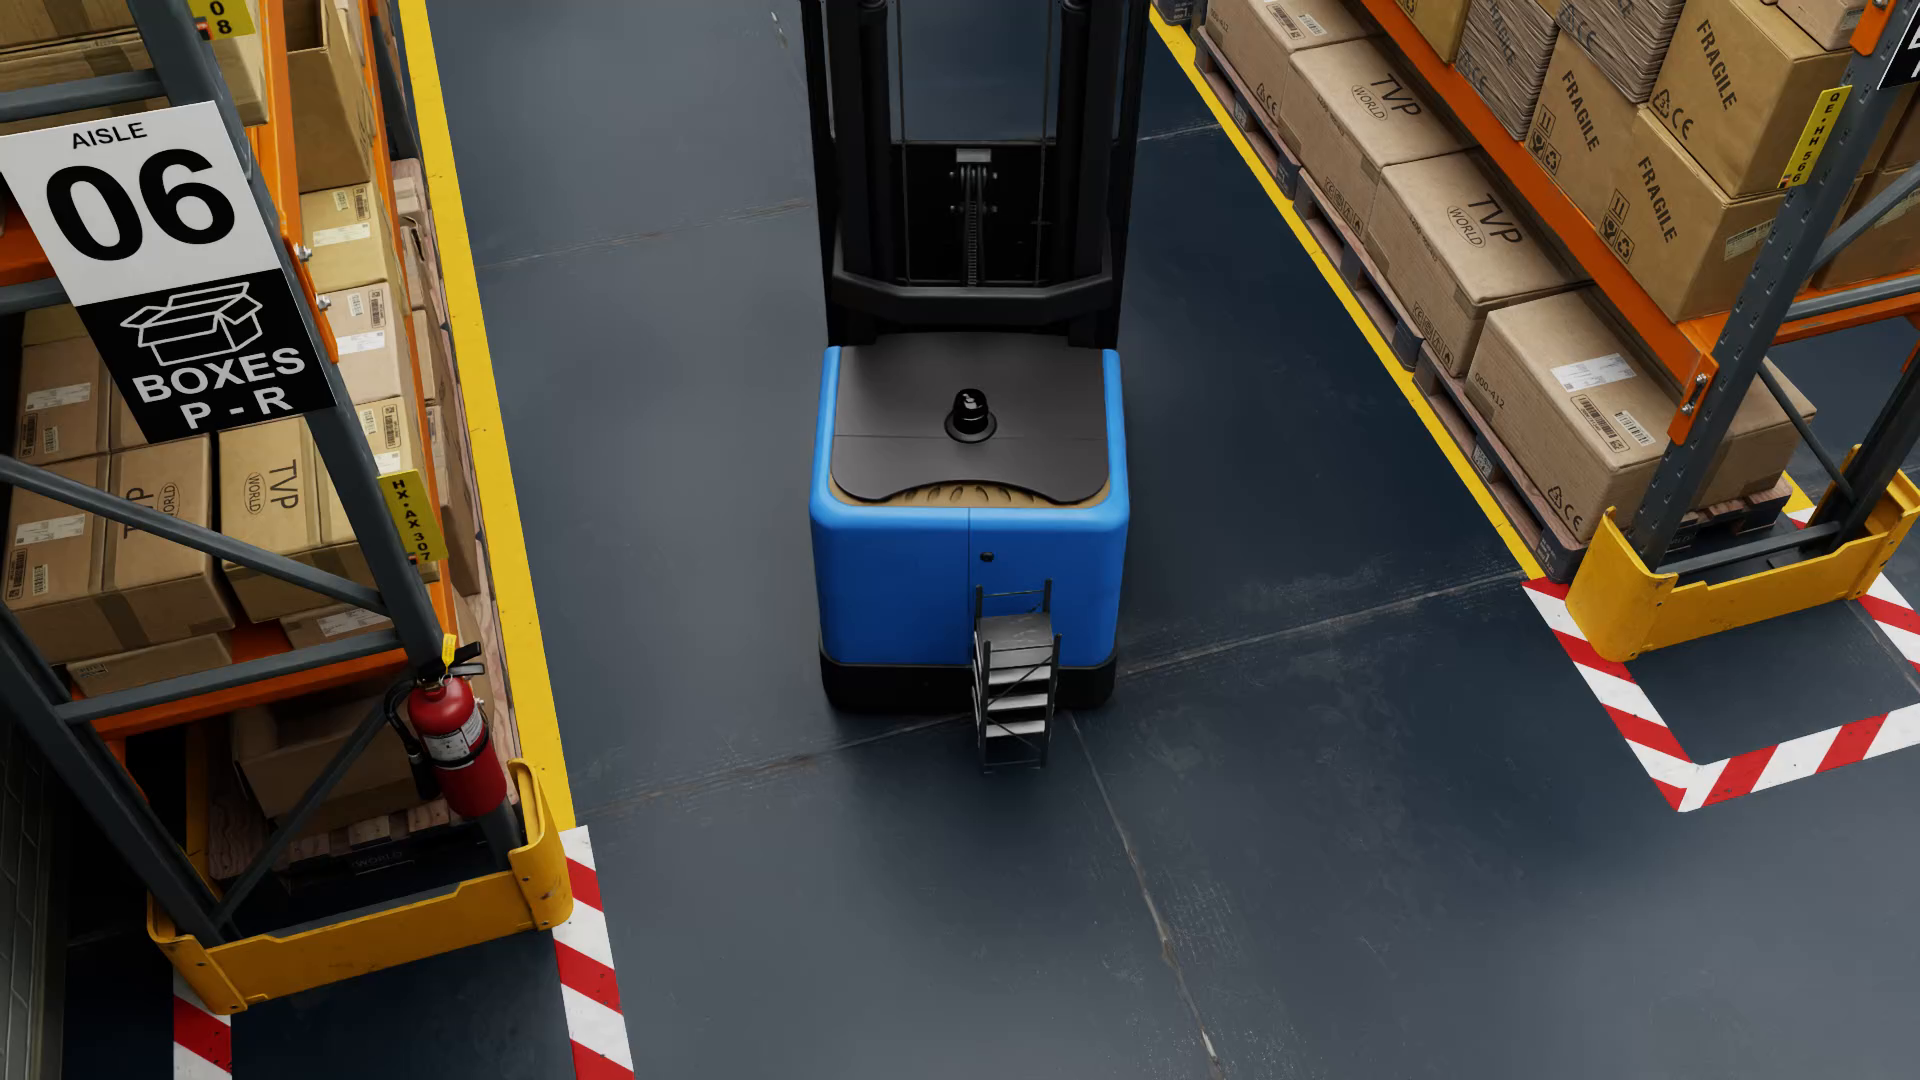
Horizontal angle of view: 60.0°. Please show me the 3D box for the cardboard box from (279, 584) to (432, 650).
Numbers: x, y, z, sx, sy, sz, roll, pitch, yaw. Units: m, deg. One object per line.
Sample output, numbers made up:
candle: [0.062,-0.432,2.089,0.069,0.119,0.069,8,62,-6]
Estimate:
cardboard box: [-1.687,0.129,4.633,0.380,0.149,0.250,-14,51,-11]

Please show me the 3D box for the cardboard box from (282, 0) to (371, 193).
cardboard box: [-2.173,-1.427,5.193,0.500,0.500,0.500,-12,51,-10]

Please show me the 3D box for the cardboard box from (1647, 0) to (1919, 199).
cardboard box: [2.519,-1.427,5.062,0.500,0.500,0.500,-12,51,-10]

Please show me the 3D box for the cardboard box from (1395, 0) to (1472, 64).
cardboard box: [2.032,-2.217,6.381,0.500,0.500,0.500,-12,51,-10]

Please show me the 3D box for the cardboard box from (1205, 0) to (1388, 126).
cardboard box: [1.789,-2.523,8.106,0.875,0.438,0.875,-14,51,-12]

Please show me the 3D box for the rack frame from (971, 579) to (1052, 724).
rack frame: [0.165,0.391,5.598,0.240,0.900,0.006,-5,56,-4]

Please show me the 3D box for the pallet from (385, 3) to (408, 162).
pallet: [-3.312,-2.258,8.305,1.003,0.211,1.213,-13,51,-11]

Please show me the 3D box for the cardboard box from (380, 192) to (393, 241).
cardboard box: [-2.118,-1.011,5.594,0.380,0.149,0.250,-12,51,-10]

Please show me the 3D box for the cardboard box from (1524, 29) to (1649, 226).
cardboard box: [2.359,-1.469,5.751,0.500,0.500,0.500,-14,51,-12]

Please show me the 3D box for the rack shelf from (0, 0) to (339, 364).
rack shelf: [-2.443,-1.845,4.642,1.077,0.370,4.000,-13,51,-11]

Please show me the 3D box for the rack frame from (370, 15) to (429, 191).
rack frame: [-3.035,-2.571,6.745,1.000,3.000,0.127,-13,51,-11]

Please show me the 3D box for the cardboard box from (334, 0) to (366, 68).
cardboard box: [-2.489,-1.939,6.116,0.500,0.250,0.500,-13,51,-11]

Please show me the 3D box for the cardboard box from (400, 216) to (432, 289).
cardboard box: [-2.484,-1.224,7.123,0.396,0.266,0.258,-12,51,-10]

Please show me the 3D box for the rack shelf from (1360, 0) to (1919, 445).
rack shelf: [2.297,-2.003,6.737,1.077,0.370,4.000,-13,51,-11]

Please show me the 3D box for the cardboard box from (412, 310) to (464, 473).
cardboard box: [-2.219,-0.489,6.350,0.500,0.500,0.500,-12,51,-10]

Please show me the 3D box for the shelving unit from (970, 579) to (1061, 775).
shelving unit: [0.177,0.474,5.541,0.258,0.900,0.210,-5,56,-4]

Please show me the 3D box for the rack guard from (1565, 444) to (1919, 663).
rack guard: [2.896,0.049,6.172,1.175,0.500,0.348,-13,51,-11]

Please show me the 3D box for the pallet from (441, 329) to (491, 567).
pallet: [-2.468,-0.278,6.636,1.003,0.211,1.213,-13,51,-11]

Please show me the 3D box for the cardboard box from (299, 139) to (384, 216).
cardboard box: [-2.203,-1.196,5.489,0.500,0.250,0.500,-15,51,-12]

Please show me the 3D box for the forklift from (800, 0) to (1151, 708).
forklift: [0.052,-1.460,5.853,1.130,2.935,3.031,1,50,1]

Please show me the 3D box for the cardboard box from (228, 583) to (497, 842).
cardboard box: [-1.942,0.552,5.471,0.797,0.503,0.637,-15,52,-12]

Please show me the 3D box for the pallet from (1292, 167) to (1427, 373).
pallet: [2.220,-1.331,7.524,1.003,0.211,1.213,-13,51,-11]

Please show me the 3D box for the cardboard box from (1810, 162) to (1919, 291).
cardboard box: [3.021,-1.222,5.543,0.500,0.500,0.500,-14,51,-11]

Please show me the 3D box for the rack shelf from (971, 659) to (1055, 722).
rack shelf: [0.176,0.493,5.568,0.258,0.077,0.200,-5,56,-4]

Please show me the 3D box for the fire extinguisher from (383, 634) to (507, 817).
fire extinguisher: [-1.367,0.499,4.452,0.296,0.674,0.183,-13,51,-11]

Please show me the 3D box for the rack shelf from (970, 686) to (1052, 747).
rack shelf: [0.175,0.595,5.716,0.258,0.077,0.200,-5,56,-4]

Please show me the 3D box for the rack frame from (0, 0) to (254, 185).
rack frame: [-1.852,-1.583,1.989,1.000,3.000,0.127,-13,51,-11]

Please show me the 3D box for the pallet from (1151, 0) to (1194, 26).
pallet: [1.406,-3.344,9.220,1.003,0.211,1.213,-13,51,-11]

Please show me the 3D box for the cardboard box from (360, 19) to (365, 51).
cardboard box: [-2.502,-1.945,6.381,0.380,0.149,0.250,-12,51,-10]

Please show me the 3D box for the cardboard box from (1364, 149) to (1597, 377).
cardboard box: [2.319,-1.210,6.999,0.875,0.438,0.875,-12,51,-10]

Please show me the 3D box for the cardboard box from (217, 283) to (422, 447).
cardboard box: [-1.878,-0.458,4.867,0.500,0.250,0.500,-13,51,-11]

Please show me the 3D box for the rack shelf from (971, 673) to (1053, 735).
rack shelf: [0.175,0.544,5.642,0.258,0.077,0.200,-5,56,-4]

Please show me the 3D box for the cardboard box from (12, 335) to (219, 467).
cardboard box: [-2.393,-0.350,4.776,0.500,0.250,0.500,-13,51,-11]

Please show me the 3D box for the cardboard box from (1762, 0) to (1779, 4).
cardboard box: [2.493,-1.735,4.897,0.380,0.149,0.250,-12,51,-10]

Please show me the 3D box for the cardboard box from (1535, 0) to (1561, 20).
cardboard box: [2.193,-2.164,5.683,0.500,0.500,0.500,-14,51,-11]

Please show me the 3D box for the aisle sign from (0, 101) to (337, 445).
aisle sign: [-1.551,-0.504,3.302,0.394,0.787,0.004,-13,51,-11]

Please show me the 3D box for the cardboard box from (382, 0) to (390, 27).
cardboard box: [-3.130,-2.691,8.207,0.500,0.500,0.500,-14,51,-11]

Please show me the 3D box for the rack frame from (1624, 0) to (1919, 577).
rack frame: [2.889,-0.775,5.231,1.000,3.000,0.127,-13,51,-11]

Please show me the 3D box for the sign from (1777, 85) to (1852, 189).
sign: [2.366,-1.112,4.603,0.100,0.325,0.005,-13,51,-11]

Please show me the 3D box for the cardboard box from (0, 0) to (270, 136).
cardboard box: [-1.722,-1.050,3.404,0.500,0.250,0.500,-14,51,-11]

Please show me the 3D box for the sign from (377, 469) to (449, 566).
sign: [-1.334,-0.051,4.055,0.100,0.325,0.005,-13,51,-11]
